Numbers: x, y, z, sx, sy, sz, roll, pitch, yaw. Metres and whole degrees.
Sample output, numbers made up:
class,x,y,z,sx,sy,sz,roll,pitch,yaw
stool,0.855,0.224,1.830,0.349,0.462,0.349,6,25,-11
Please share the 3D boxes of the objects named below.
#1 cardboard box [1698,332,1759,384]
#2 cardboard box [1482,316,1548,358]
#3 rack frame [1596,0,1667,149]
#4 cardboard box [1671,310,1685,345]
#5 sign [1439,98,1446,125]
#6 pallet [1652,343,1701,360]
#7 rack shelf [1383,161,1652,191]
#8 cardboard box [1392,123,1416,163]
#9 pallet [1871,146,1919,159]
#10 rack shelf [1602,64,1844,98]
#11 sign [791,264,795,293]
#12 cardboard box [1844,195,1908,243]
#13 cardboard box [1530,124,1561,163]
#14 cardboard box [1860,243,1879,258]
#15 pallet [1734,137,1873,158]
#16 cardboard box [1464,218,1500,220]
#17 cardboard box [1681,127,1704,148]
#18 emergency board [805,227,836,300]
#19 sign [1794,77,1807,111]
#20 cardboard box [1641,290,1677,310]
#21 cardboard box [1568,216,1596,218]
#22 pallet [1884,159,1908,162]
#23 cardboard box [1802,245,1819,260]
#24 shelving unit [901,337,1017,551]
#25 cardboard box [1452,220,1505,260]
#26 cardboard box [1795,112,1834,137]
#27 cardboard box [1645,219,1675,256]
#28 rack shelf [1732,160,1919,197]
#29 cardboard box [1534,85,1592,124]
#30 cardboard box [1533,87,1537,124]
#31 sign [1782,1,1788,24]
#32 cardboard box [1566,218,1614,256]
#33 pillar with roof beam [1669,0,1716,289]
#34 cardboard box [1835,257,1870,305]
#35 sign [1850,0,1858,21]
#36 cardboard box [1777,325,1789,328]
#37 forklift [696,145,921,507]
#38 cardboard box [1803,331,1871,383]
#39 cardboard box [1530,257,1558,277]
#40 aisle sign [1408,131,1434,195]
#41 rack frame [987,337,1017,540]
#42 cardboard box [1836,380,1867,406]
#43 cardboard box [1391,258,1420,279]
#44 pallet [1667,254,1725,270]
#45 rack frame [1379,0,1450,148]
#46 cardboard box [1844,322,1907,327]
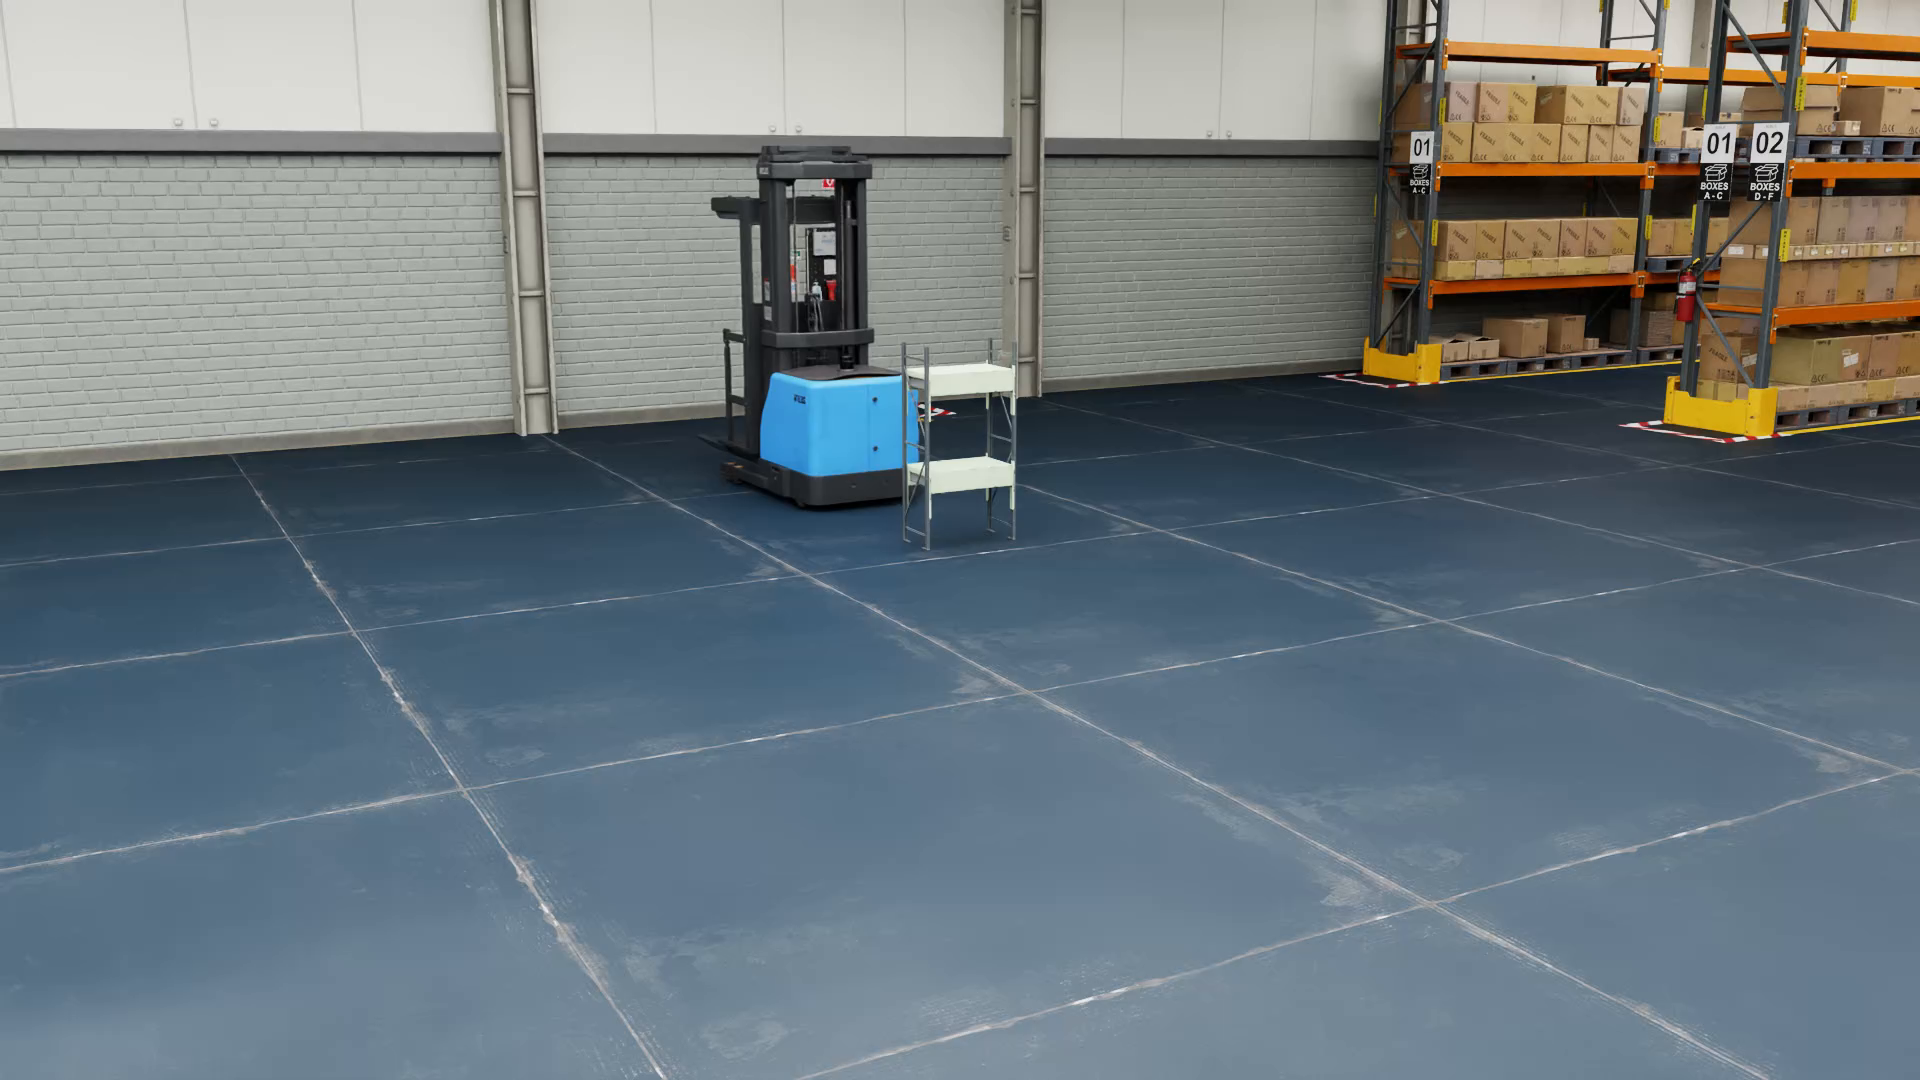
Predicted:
class,x,y,z,sx,sy,sz,roll,pitch,yaw
cardboard box,8.534,-2.017,18.336,0.500,0.500,0.500,-7,14,-28
cardboard box,7.647,-2.806,22.937,0.500,0.500,0.700,-8,15,-31
rack frame,9.340,-6.975,23.109,0.127,3.000,1.000,-7,14,-28
cardboard box,10.407,-3.189,24.636,0.500,0.500,0.700,-7,15,-29
sign,6.089,-5.413,21.008,0.005,0.325,0.100,-7,14,-28
pallet,11.094,-2.900,25.013,1.213,0.211,1.003,-7,14,-28
rack shelf,7.584,-4.951,22.582,4.000,0.370,1.077,-7,14,-28
cardboard box,6.074,-5.243,21.967,0.500,0.500,0.500,-6,14,-24
pallet,10.980,-4.420,18.787,1.213,0.211,1.003,-7,14,-28
rack shelf,11.095,-6.640,24.167,4.000,0.370,1.077,-7,14,-28
sign,-1.960,-2.964,18.864,0.234,0.329,0.001,-7,14,-28
cardboard box,10.008,-3.570,18.457,0.500,0.500,0.700,-7,14,-28
cardboard box,7.644,-5.302,22.233,0.500,0.500,0.500,-6,14,-24
cardboard box,9.783,-3.175,18.178,0.250,0.149,0.380,-7,14,-29
pallet,8.838,-4.163,17.646,1.213,0.211,1.003,-7,14,-28
cardboard box,7.039,-4.127,22.704,0.500,0.500,0.500,-7,15,-29
cardboard box,10.398,-5.780,23.877,0.500,0.311,0.500,-6,14,-26
emergency board,-1.425,-2.984,19.038,0.643,1.169,0.194,-7,14,-28
sign,8.466,-4.495,16.745,0.005,0.325,0.100,-7,14,-28
cardboard box,10.363,-3.537,24.478,0.500,0.250,0.500,-7,15,-29
cardboard box,8.827,-4.342,23.659,0.500,0.500,0.500,-7,15,-29
pallet,15.580,-6.154,26.728,1.217,0.209,0.805,-8,15,-30
cardboard box,8.884,-3.067,17.700,0.250,0.149,0.380,-7,15,-29
shelving unit,-0.006,-0.731,12.441,0.755,1.500,0.431,-7,14,-28
cardboard box,6.830,-3.973,22.018,0.500,0.500,0.500,-7,14,-28
cardboard box,9.090,-4.509,18.047,0.500,0.250,0.500,-7,14,-28
cardboard box,9.803,-4.359,23.917,0.500,0.500,0.700,-7,14,-28
rack shelf,9.961,-3.996,18.342,4.000,0.370,1.077,-7,14,-28
cardboard box,8.100,-5.837,22.331,0.500,0.500,0.500,-7,15,-30
cardboard box,7.444,-5.892,22.575,0.500,0.500,0.500,-7,14,-28
sign,12.581,-8.036,25.332,0.005,0.325,0.100,-7,14,-28
cardboard box,8.637,-4.188,22.975,0.500,0.500,0.500,-7,14,-28
pillar with roof beam,13.358,-6.597,21.425,0.400,9.000,9.100,-7,14,-28
cardboard box,9.519,-2.876,18.331,0.500,0.500,0.700,-7,14,-27
sign,13.119,-7.787,24.407,0.005,0.325,0.100,-7,14,-28
cardboard box,12.244,-3.379,25.482,0.500,0.500,0.700,-7,14,-27
forklift,-1.504,-1.976,14.713,1.130,2.935,3.031,-7,15,-29
cardboard box,9.653,-2.025,18.371,0.500,0.500,0.500,-7,14,-28
cardboard box,7.753,-3.717,22.591,0.500,0.250,0.500,-7,14,-27
aisle sign,5.909,-4.831,21.322,0.004,0.787,0.394,-7,14,-28
rack frame,0.315,-0.769,12.612,0.023,1.500,0.400,-7,14,-28
cardboard box,9.659,-1.656,18.444,0.500,0.250,0.500,-7,14,-28
cardboard box,6.146,-3.651,22.296,0.500,0.250,0.500,-7,14,-27
pallet,11.133,-4.160,24.698,1.213,0.211,1.003,-7,14,-28
rack frame,5.829,-6.555,21.239,0.127,3.000,1.000,-7,14,-28
cardboard box,10.724,-2.281,19.512,0.500,0.500,0.500,-7,14,-28
